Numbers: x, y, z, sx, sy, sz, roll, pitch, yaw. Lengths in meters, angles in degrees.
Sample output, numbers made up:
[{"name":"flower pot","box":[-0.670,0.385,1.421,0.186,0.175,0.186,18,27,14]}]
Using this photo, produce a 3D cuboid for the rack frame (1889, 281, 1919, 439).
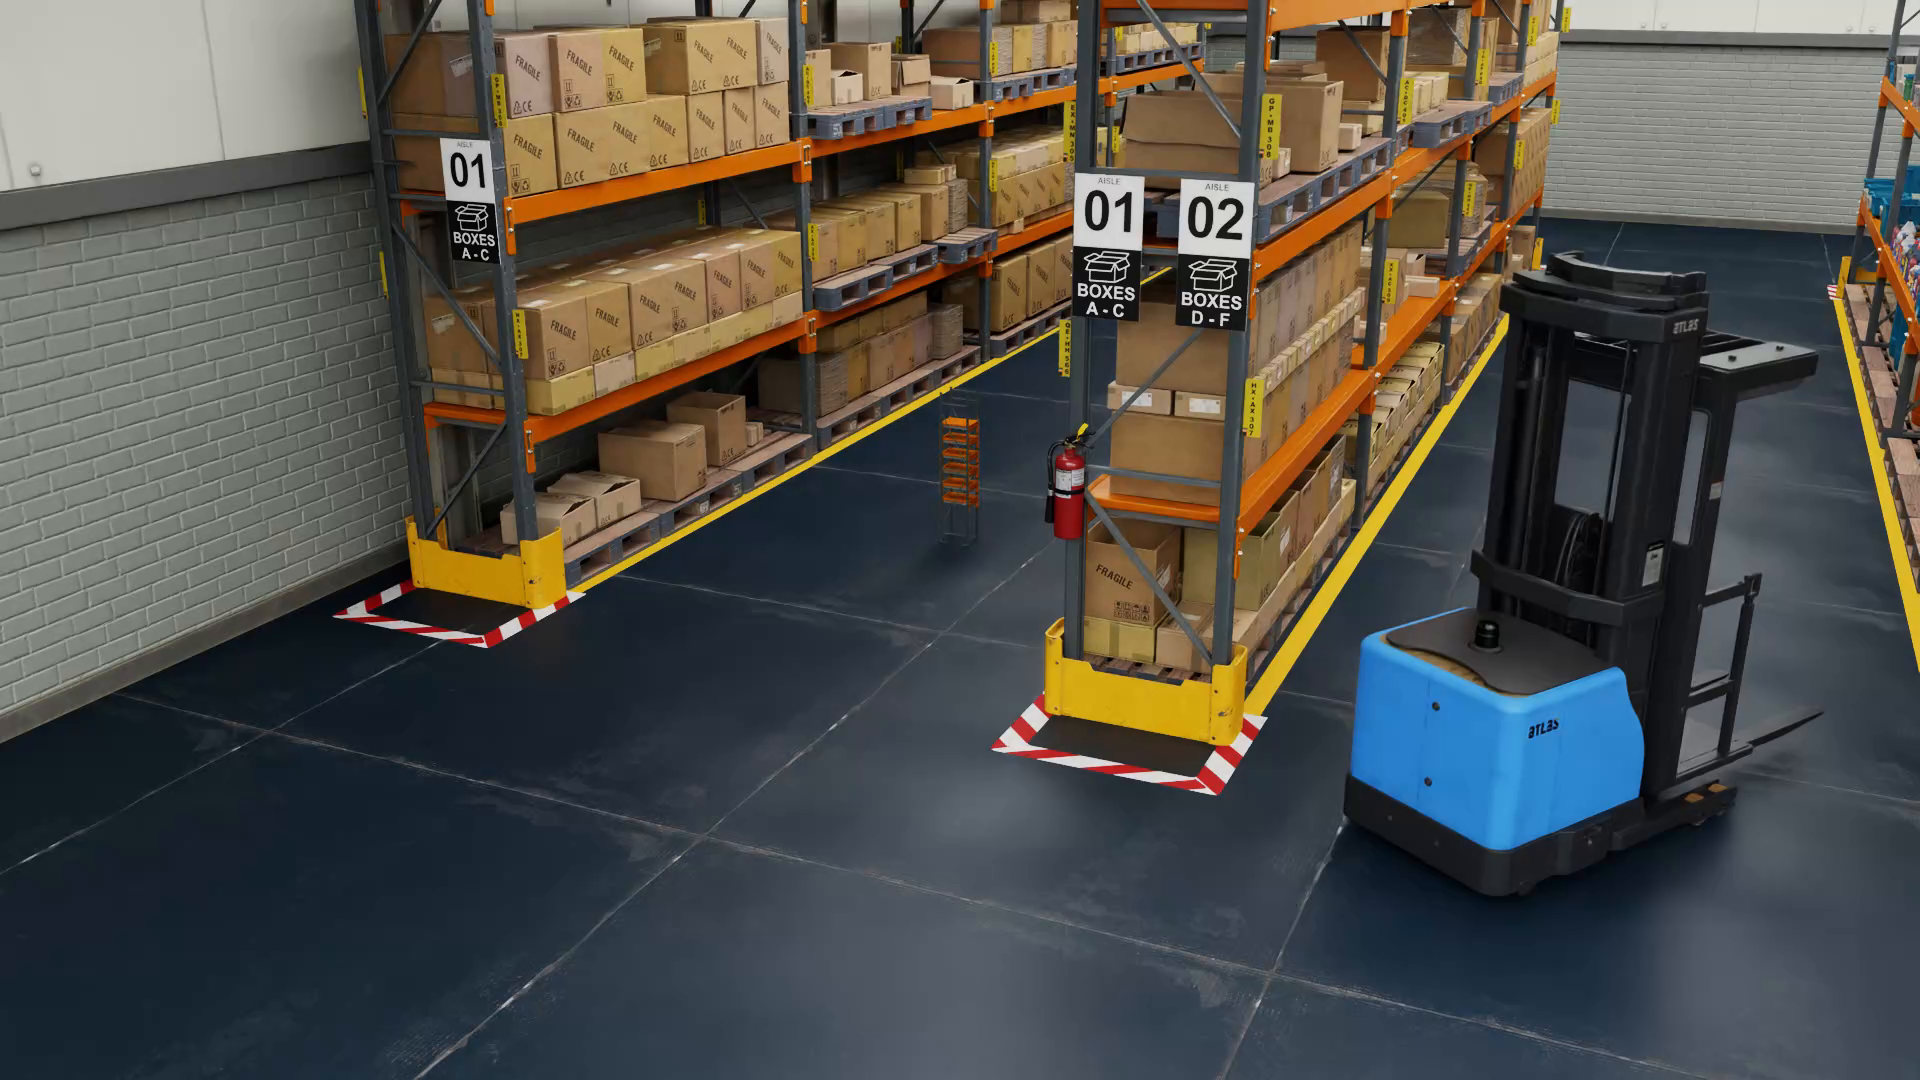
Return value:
[{"name":"rack frame","box":[8.896,-2.119,14.452,1.000,3.000,0.127,9,21,23]}]

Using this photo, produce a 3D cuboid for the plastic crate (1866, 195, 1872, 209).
[{"name":"plastic crate","box":[11.286,-4.145,20.450,0.250,0.136,0.298,9,21,23]}]

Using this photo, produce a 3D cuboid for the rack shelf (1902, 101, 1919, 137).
[{"name":"rack shelf","box":[9.715,-3.805,15.789,1.077,0.370,4.000,9,21,23]}]

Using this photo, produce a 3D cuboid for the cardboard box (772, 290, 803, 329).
[{"name":"cardboard box","box":[-1.698,-2.008,14.333,0.500,0.250,0.500,9,21,23]}]

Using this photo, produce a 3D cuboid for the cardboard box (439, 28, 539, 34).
[{"name":"cardboard box","box":[-3.267,-3.310,11.652,0.500,0.500,0.500,10,22,26]}]

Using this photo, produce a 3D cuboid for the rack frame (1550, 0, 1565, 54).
[{"name":"rack frame","box":[7.654,-8.072,22.237,1.000,3.000,0.127,9,21,23]}]

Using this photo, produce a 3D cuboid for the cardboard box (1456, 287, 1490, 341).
[{"name":"cardboard box","box":[5.660,-2.559,18.762,0.500,0.500,0.500,9,21,23]}]

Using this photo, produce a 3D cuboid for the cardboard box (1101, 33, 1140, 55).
[{"name":"cardboard box","box":[2.019,-6.464,21.640,0.500,0.250,0.500,8,21,23]}]

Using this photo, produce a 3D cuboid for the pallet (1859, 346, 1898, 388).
[{"name":"pallet","box":[10.180,-1.798,17.710,1.003,0.211,1.213,9,21,23]}]

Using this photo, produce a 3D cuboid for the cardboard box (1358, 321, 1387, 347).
[{"name":"cardboard box","box":[3.290,-1.702,13.653,0.380,0.149,0.250,9,21,23]}]

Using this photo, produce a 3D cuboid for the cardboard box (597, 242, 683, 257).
[{"name":"cardboard box","box":[-2.588,-2.124,13.539,0.500,0.500,0.500,9,22,24]}]

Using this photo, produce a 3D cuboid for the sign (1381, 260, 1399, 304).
[{"name":"sign","box":[3.247,-1.947,12.557,0.100,0.325,0.005,9,21,23]}]

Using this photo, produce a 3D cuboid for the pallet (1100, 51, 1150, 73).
[{"name":"pallet","box":[1.840,-6.322,21.924,1.003,0.211,1.213,9,21,23]}]

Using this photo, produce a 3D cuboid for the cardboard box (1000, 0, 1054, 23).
[{"name":"cardboard box","box":[0.803,-6.301,19.808,0.500,0.250,0.500,8,21,21]}]

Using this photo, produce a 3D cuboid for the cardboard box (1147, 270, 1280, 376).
[{"name":"cardboard box","box":[1.537,-1.332,10.151,0.700,0.500,0.500,8,21,21]}]

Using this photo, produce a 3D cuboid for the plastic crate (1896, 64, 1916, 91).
[{"name":"plastic crate","box":[10.982,-5.287,19.059,0.437,0.282,0.530,9,21,23]}]

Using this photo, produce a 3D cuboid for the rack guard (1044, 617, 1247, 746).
[{"name":"rack guard","box":[1.092,0.830,9.888,1.175,0.500,0.348,9,21,23]}]

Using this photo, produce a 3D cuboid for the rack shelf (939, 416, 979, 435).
[{"name":"rack shelf","box":[-0.006,-0.858,12.650,0.258,0.103,0.180,9,21,23]}]

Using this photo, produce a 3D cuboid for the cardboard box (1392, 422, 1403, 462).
[{"name":"cardboard box","box":[3.552,-0.884,14.454,0.500,0.250,0.500,8,21,21]}]

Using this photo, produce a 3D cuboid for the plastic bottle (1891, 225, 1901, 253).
[{"name":"plastic bottle","box":[9.940,-3.193,17.644,0.061,0.283,0.133,9,21,23]}]

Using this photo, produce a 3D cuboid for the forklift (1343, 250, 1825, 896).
[{"name":"forklift","box":[3.528,-0.016,8.641,3.031,2.935,1.130,-12,23,-31]}]

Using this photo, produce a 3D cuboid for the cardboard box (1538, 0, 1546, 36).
[{"name":"cardboard box","box":[7.070,-6.709,21.240,0.700,0.500,0.500,9,21,23]}]

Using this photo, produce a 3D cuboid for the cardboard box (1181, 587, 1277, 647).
[{"name":"cardboard box","box":[1.726,0.456,10.686,0.500,0.250,0.500,9,21,23]}]

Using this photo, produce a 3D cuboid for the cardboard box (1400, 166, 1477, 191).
[{"name":"cardboard box","box":[5.394,-3.935,18.781,0.700,0.500,0.500,12,23,31]}]

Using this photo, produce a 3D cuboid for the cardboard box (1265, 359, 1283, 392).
[{"name":"cardboard box","box":[1.774,-1.032,10.276,0.380,0.149,0.250,8,21,22]}]

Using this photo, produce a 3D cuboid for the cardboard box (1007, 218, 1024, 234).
[{"name":"cardboard box","box":[0.501,-3.584,18.915,0.380,0.149,0.250,9,22,24]}]

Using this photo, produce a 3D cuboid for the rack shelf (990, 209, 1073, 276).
[{"name":"rack shelf","box":[0.676,-3.751,20.114,1.077,0.370,4.000,9,21,23]}]

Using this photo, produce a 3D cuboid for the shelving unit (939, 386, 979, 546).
[{"name":"shelving unit","box":[-0.006,-0.561,12.755,0.258,1.200,0.189,9,21,23]}]

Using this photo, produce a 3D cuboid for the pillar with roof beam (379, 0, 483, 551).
[{"name":"pillar with roof beam","box":[0.006,-3.602,9.667,9.100,9.000,0.400,9,21,23]}]

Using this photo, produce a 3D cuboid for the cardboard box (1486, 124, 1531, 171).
[{"name":"cardboard box","box":[6.677,-4.804,20.360,0.500,0.500,0.500,8,21,21]}]

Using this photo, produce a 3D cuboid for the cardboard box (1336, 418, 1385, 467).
[{"name":"cardboard box","box":[3.137,-0.836,13.483,0.500,0.311,0.500,9,21,23]}]

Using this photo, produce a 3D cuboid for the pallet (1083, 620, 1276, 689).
[{"name":"pallet","box":[1.377,0.720,10.630,1.003,0.211,1.213,9,21,23]}]

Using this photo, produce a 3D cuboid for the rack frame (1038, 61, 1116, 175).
[{"name":"rack frame","box":[1.495,-4.702,21.712,1.000,3.000,0.127,9,21,23]}]

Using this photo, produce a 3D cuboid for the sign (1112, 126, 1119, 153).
[{"name":"sign","box":[1.994,-5.138,21.331,0.100,0.325,0.005,9,21,23]}]

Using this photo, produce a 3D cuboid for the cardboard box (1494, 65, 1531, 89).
[{"name":"cardboard box","box":[6.441,-5.480,19.649,0.500,0.250,0.500,9,21,23]}]

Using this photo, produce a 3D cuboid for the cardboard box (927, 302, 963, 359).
[{"name":"cardboard box","box":[-0.390,-2.281,17.980,0.700,0.500,0.500,9,21,23]}]

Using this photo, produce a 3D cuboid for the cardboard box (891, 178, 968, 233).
[{"name":"cardboard box","box":[-0.326,-3.588,17.776,0.700,0.500,0.500,6,20,16]}]

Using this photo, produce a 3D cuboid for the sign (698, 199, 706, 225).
[{"name":"sign","box":[-2.288,-2.877,14.853,0.100,0.325,0.005,9,21,23]}]

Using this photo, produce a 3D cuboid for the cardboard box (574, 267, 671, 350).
[{"name":"cardboard box","box":[-2.520,-1.737,12.451,0.500,0.500,0.500,8,21,21]}]

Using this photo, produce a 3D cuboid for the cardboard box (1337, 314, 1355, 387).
[{"name":"cardboard box","box":[2.564,-1.488,12.527,0.700,0.500,0.500,8,21,21]}]

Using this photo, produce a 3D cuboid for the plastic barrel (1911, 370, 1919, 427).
[{"name":"plastic barrel","box":[9.080,-1.447,15.172,0.600,0.830,0.708,9,21,23]}]

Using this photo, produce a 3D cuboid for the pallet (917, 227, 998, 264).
[{"name":"pallet","box":[-0.337,-3.156,17.653,1.213,0.211,1.003,9,21,23]}]

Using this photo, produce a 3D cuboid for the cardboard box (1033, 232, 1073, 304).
[{"name":"cardboard box","box":[0.986,-3.398,20.628,0.750,0.750,0.750,9,22,24]}]

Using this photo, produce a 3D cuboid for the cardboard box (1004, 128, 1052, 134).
[{"name":"cardboard box","box":[0.861,-4.986,20.770,0.500,0.250,0.500,9,21,23]}]

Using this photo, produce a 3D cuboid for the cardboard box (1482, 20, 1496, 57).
[{"name":"cardboard box","box":[5.490,-5.377,18.210,0.600,0.600,0.600,8,21,22]}]

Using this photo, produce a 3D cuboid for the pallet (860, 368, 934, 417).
[{"name":"pallet","box":[-0.965,-1.555,17.025,1.003,0.211,1.213,9,21,23]}]

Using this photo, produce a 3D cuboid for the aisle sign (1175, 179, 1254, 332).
[{"name":"aisle sign","box":[1.355,-1.517,8.879,0.394,0.787,0.004,9,21,23]}]

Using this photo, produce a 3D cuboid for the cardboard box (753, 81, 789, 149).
[{"name":"cardboard box","box":[-1.763,-3.537,13.781,0.500,0.500,0.500,9,22,24]}]

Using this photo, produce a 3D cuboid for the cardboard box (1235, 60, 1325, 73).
[{"name":"cardboard box","box":[2.293,-3.184,11.983,0.500,0.500,0.500,10,22,27]}]

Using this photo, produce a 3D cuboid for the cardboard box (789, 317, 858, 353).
[{"name":"cardboard box","box":[-1.317,-2.001,16.074,0.500,0.250,0.500,8,21,22]}]

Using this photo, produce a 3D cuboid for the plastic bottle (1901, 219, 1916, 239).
[{"name":"plastic bottle","box":[10.077,-3.243,17.686,0.144,0.351,0.185,9,21,23]}]

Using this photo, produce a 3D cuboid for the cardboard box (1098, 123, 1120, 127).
[{"name":"cardboard box","box":[2.325,-5.453,23.377,0.980,0.700,0.700,7,21,20]}]

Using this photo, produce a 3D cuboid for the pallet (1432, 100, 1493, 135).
[{"name":"pallet","box":[4.182,-3.905,15.277,1.213,0.211,1.003,10,22,25]}]

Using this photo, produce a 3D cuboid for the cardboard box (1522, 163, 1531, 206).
[{"name":"cardboard box","box":[6.887,-4.498,20.991,0.500,0.500,0.500,8,21,22]}]

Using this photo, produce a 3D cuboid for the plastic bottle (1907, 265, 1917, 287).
[{"name":"plastic bottle","box":[9.110,-2.520,15.874,0.097,0.201,0.097,0,20,0]}]

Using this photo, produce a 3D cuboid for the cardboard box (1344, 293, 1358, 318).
[{"name":"cardboard box","box":[2.721,-1.742,12.274,0.380,0.149,0.250,8,21,22]}]
